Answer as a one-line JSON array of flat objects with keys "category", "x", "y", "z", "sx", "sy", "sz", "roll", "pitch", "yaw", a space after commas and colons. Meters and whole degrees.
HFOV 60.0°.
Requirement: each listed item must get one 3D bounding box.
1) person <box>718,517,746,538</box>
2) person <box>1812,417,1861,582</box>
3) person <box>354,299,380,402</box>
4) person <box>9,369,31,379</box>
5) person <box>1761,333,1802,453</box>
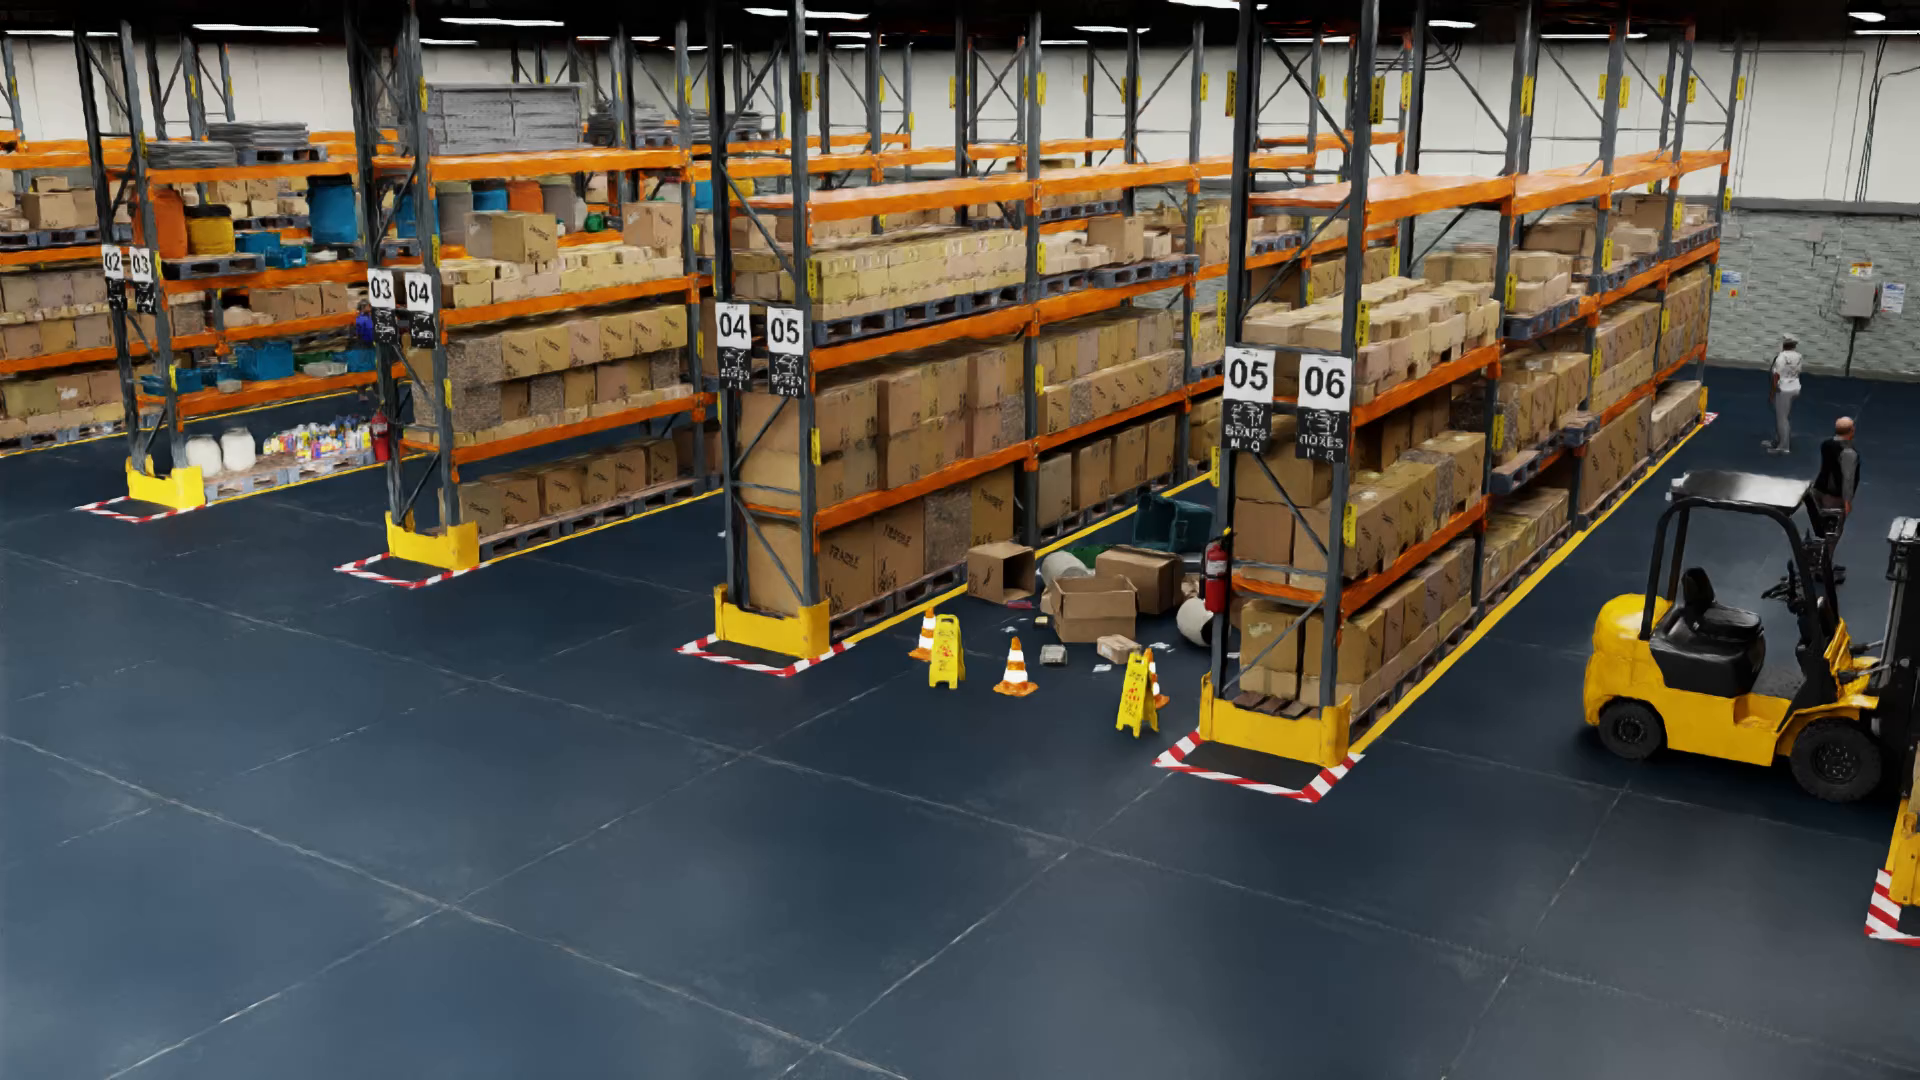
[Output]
[{"category": "person", "x": -2.184, "y": -0.825, "z": 18.125, "sx": 0.447, "sy": 1.591, "sz": 1.102, "roll": 9, "pitch": 18, "yaw": 30}, {"category": "person", "x": 9.289, "y": -0.451, "z": 17.576, "sx": 0.448, "sy": 1.730, "sz": 0.586, "roll": 0, "pitch": 16, "yaw": 2}, {"category": "person", "x": -9.709, "y": -3.136, "z": 27.341, "sx": 0.443, "sy": 1.661, "sz": 0.546, "roll": 2, "pitch": 16, "yaw": 8}, {"category": "person", "x": -14.626, "y": -2.819, "z": 25.953, "sx": 0.450, "sy": 1.789, "sz": 0.605, "roll": 0, "pitch": 16, "yaw": 2}, {"category": "person", "x": 11.673, "y": -2.095, "z": 23.597, "sx": 0.587, "sy": 1.663, "sz": 0.560, "roll": -10, "pitch": 18, "yaw": -31}]
